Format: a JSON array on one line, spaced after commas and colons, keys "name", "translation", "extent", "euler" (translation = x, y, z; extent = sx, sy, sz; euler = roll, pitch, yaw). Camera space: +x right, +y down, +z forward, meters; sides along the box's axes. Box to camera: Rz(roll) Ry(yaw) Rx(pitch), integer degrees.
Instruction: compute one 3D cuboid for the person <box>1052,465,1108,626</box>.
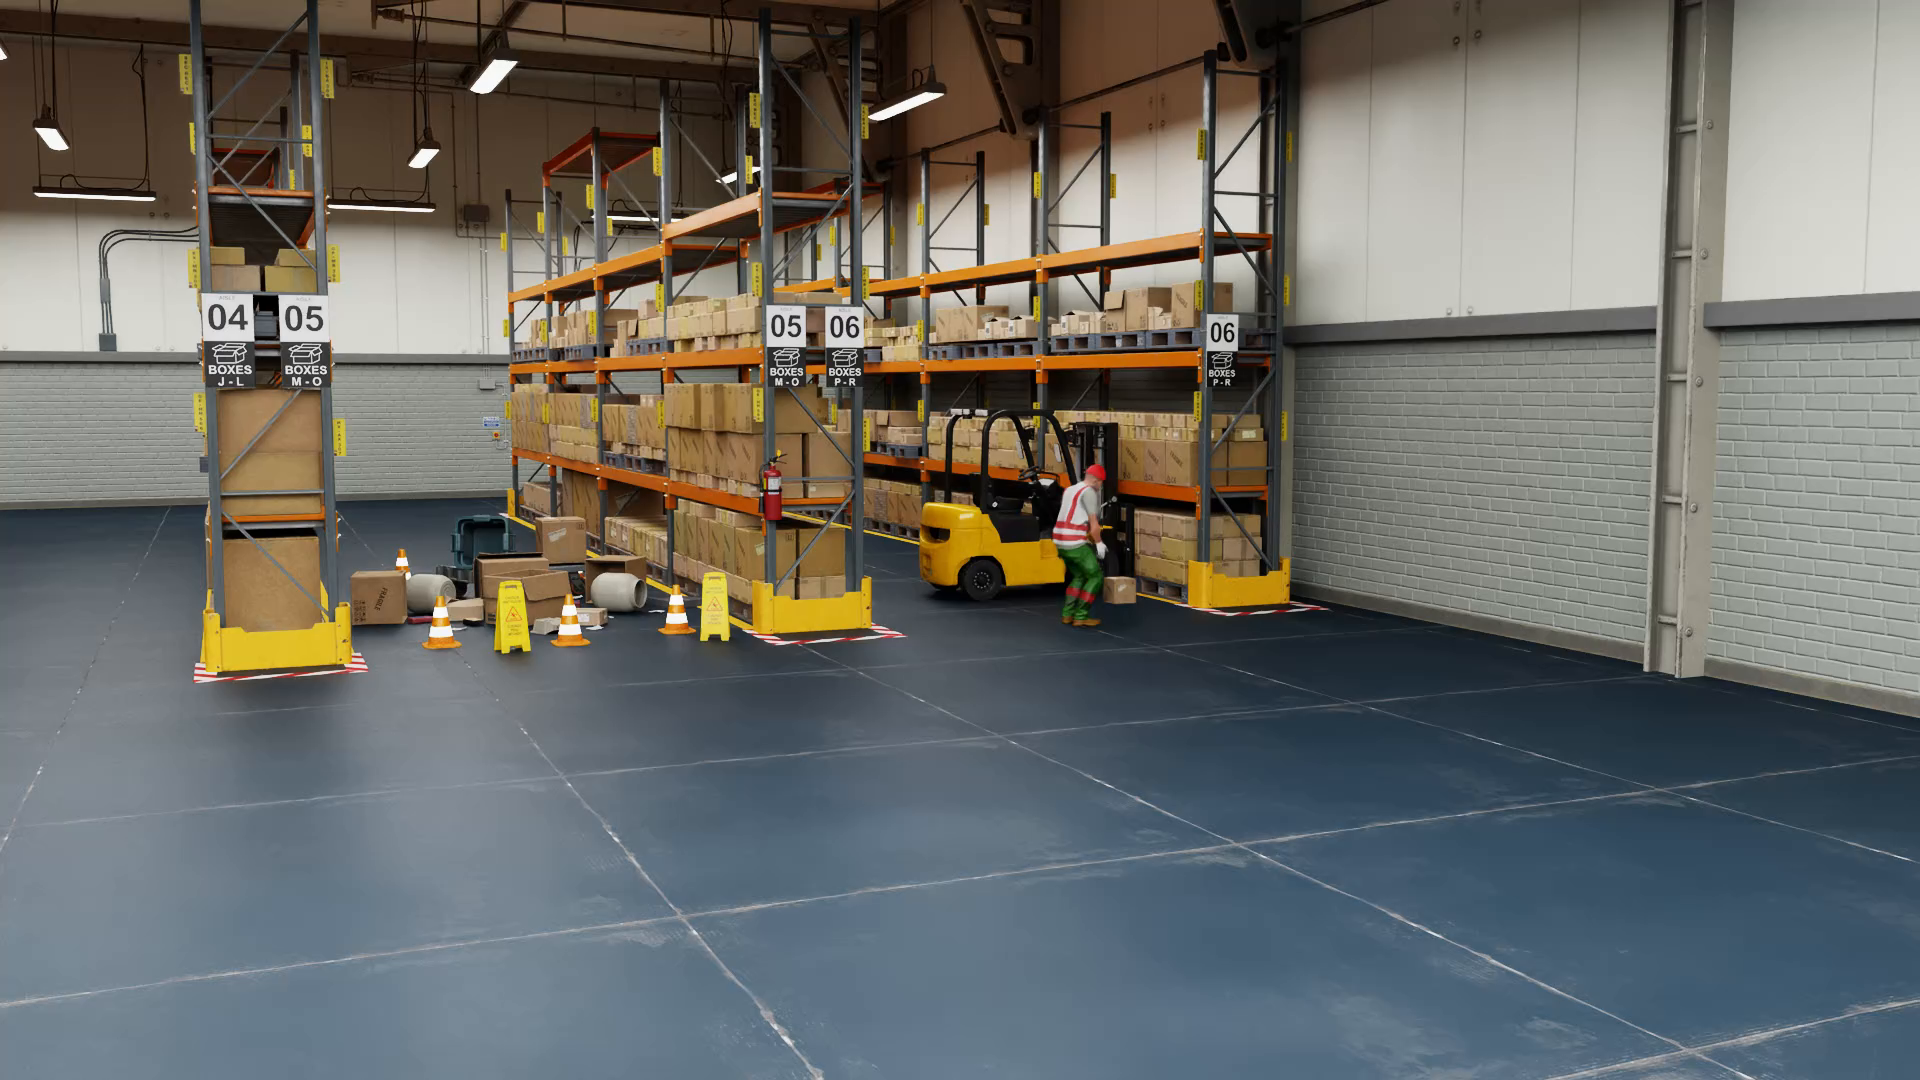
[{"name": "person", "translation": [1.236, 0.047, 16.956], "extent": [0.602, 1.627, 0.568], "euler": [-2, 6, -23]}]
